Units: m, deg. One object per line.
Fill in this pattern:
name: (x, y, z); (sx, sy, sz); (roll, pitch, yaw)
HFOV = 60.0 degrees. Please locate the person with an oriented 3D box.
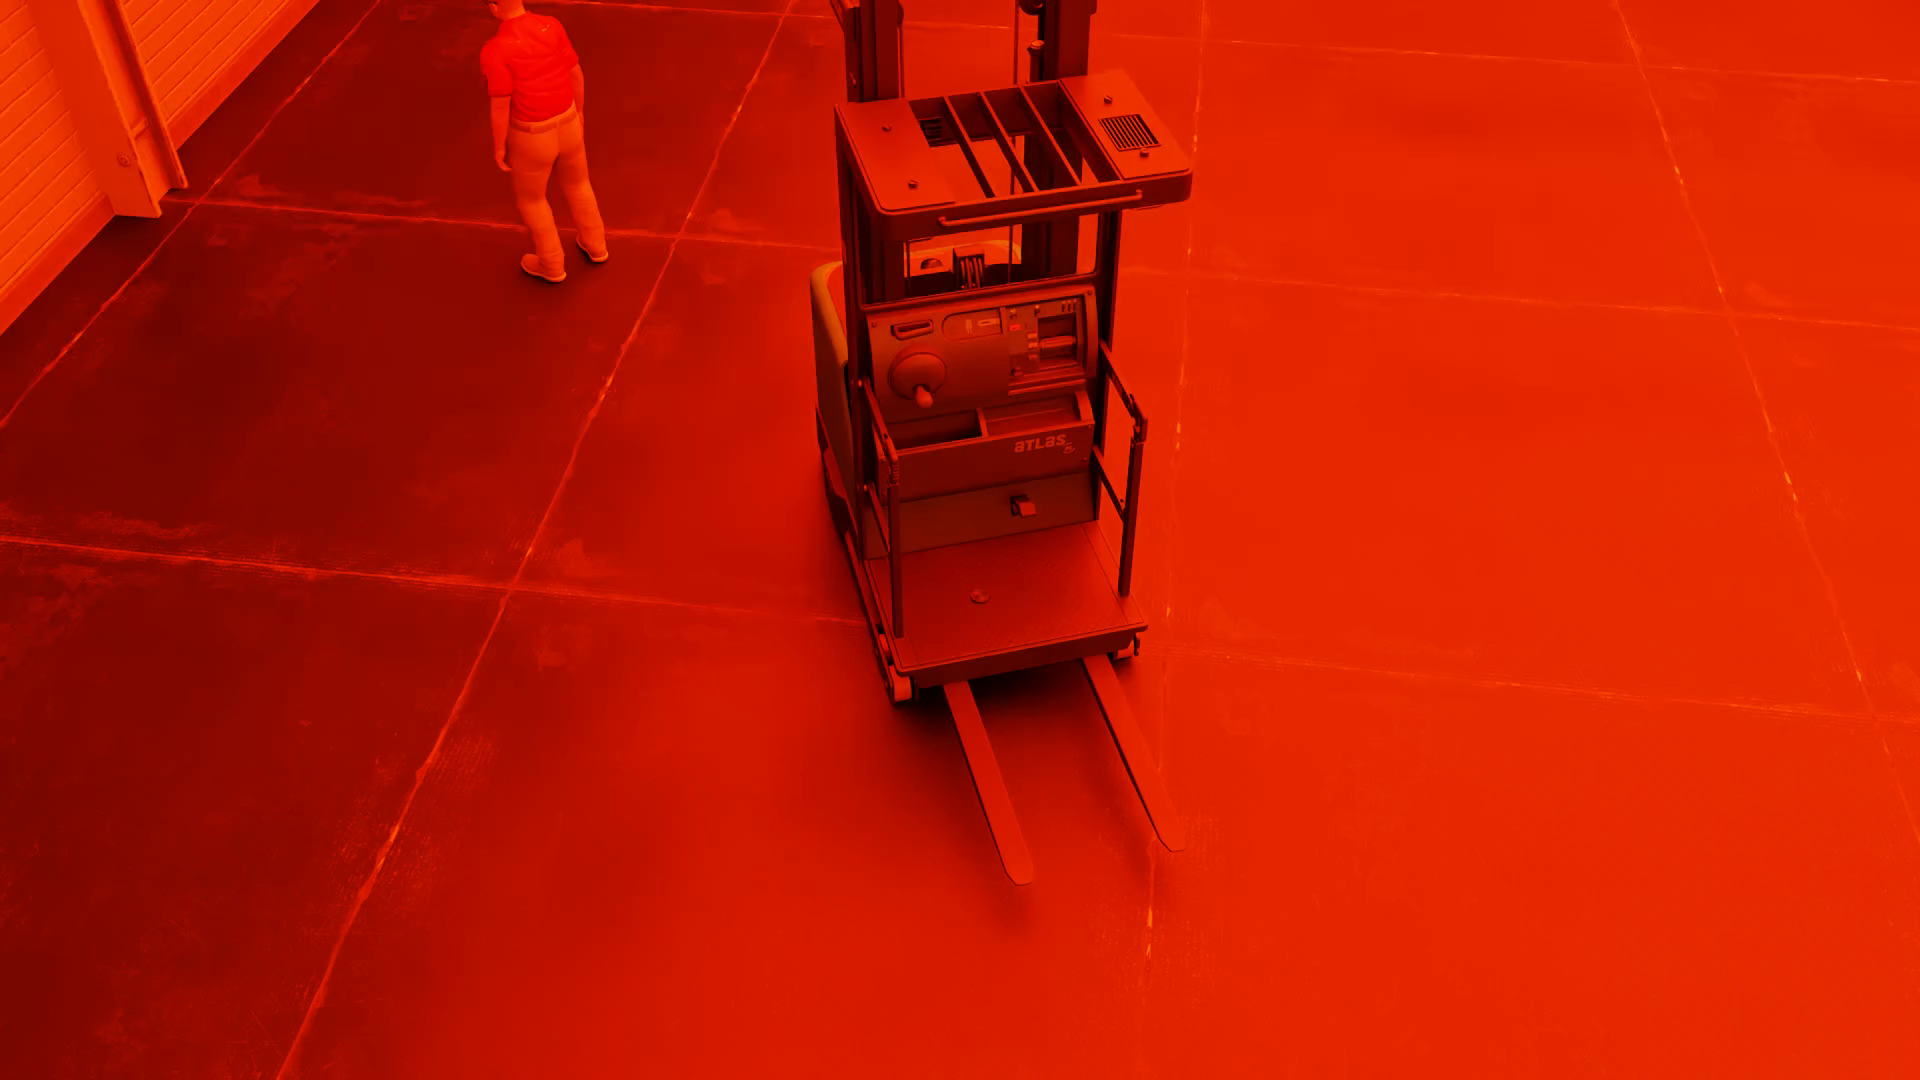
person: (-2.278, -2.222, 9.033); (0.399, 1.726, 0.601); (33, 52, 31)

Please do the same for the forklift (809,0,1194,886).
forklift: (0.153, -0.681, 6.465); (1.130, 2.935, 3.031); (-10, 44, -11)
